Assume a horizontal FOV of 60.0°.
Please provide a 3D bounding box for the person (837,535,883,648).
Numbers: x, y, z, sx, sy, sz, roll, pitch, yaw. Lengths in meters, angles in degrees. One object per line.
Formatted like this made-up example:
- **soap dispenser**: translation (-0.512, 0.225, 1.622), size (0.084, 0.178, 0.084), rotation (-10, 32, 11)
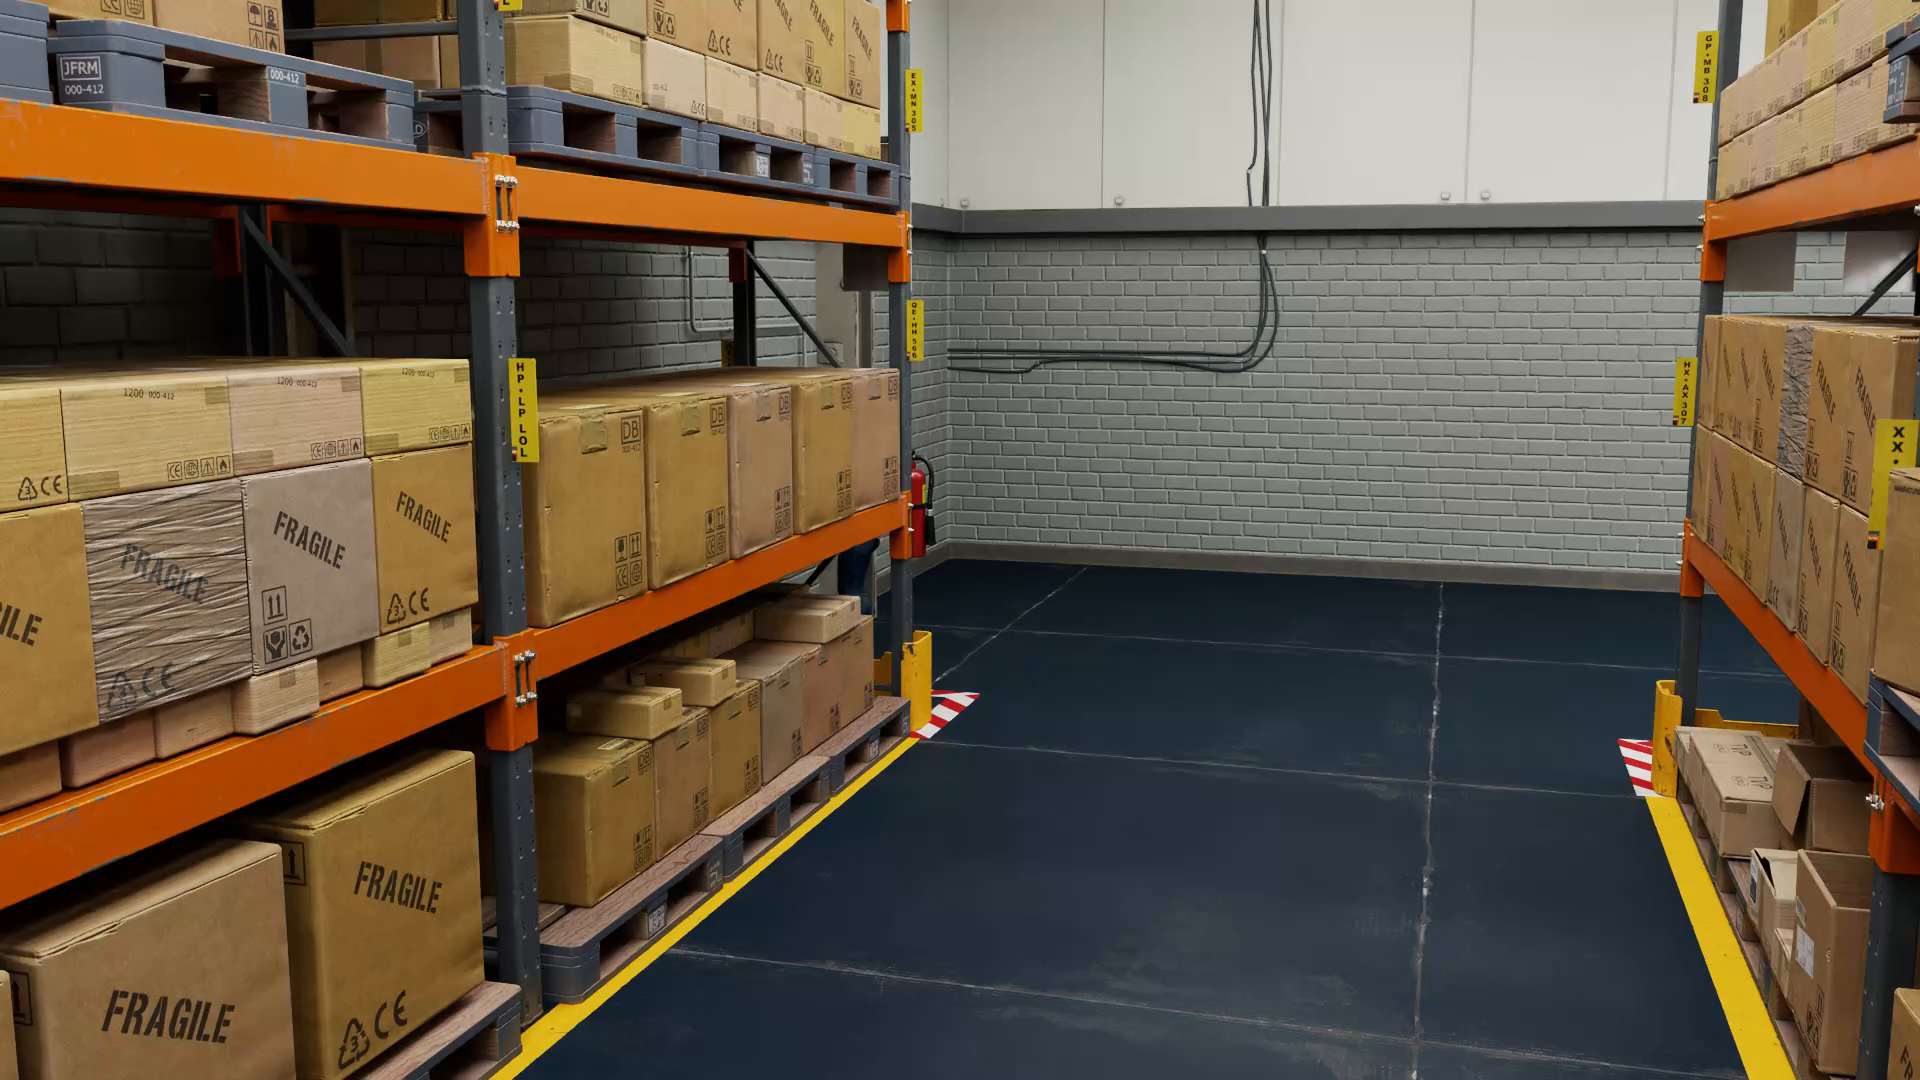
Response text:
- **person**: translation (-0.749, 0.004, 10.870), size (0.492, 1.588, 0.406), rotation (3, 9, 17)
